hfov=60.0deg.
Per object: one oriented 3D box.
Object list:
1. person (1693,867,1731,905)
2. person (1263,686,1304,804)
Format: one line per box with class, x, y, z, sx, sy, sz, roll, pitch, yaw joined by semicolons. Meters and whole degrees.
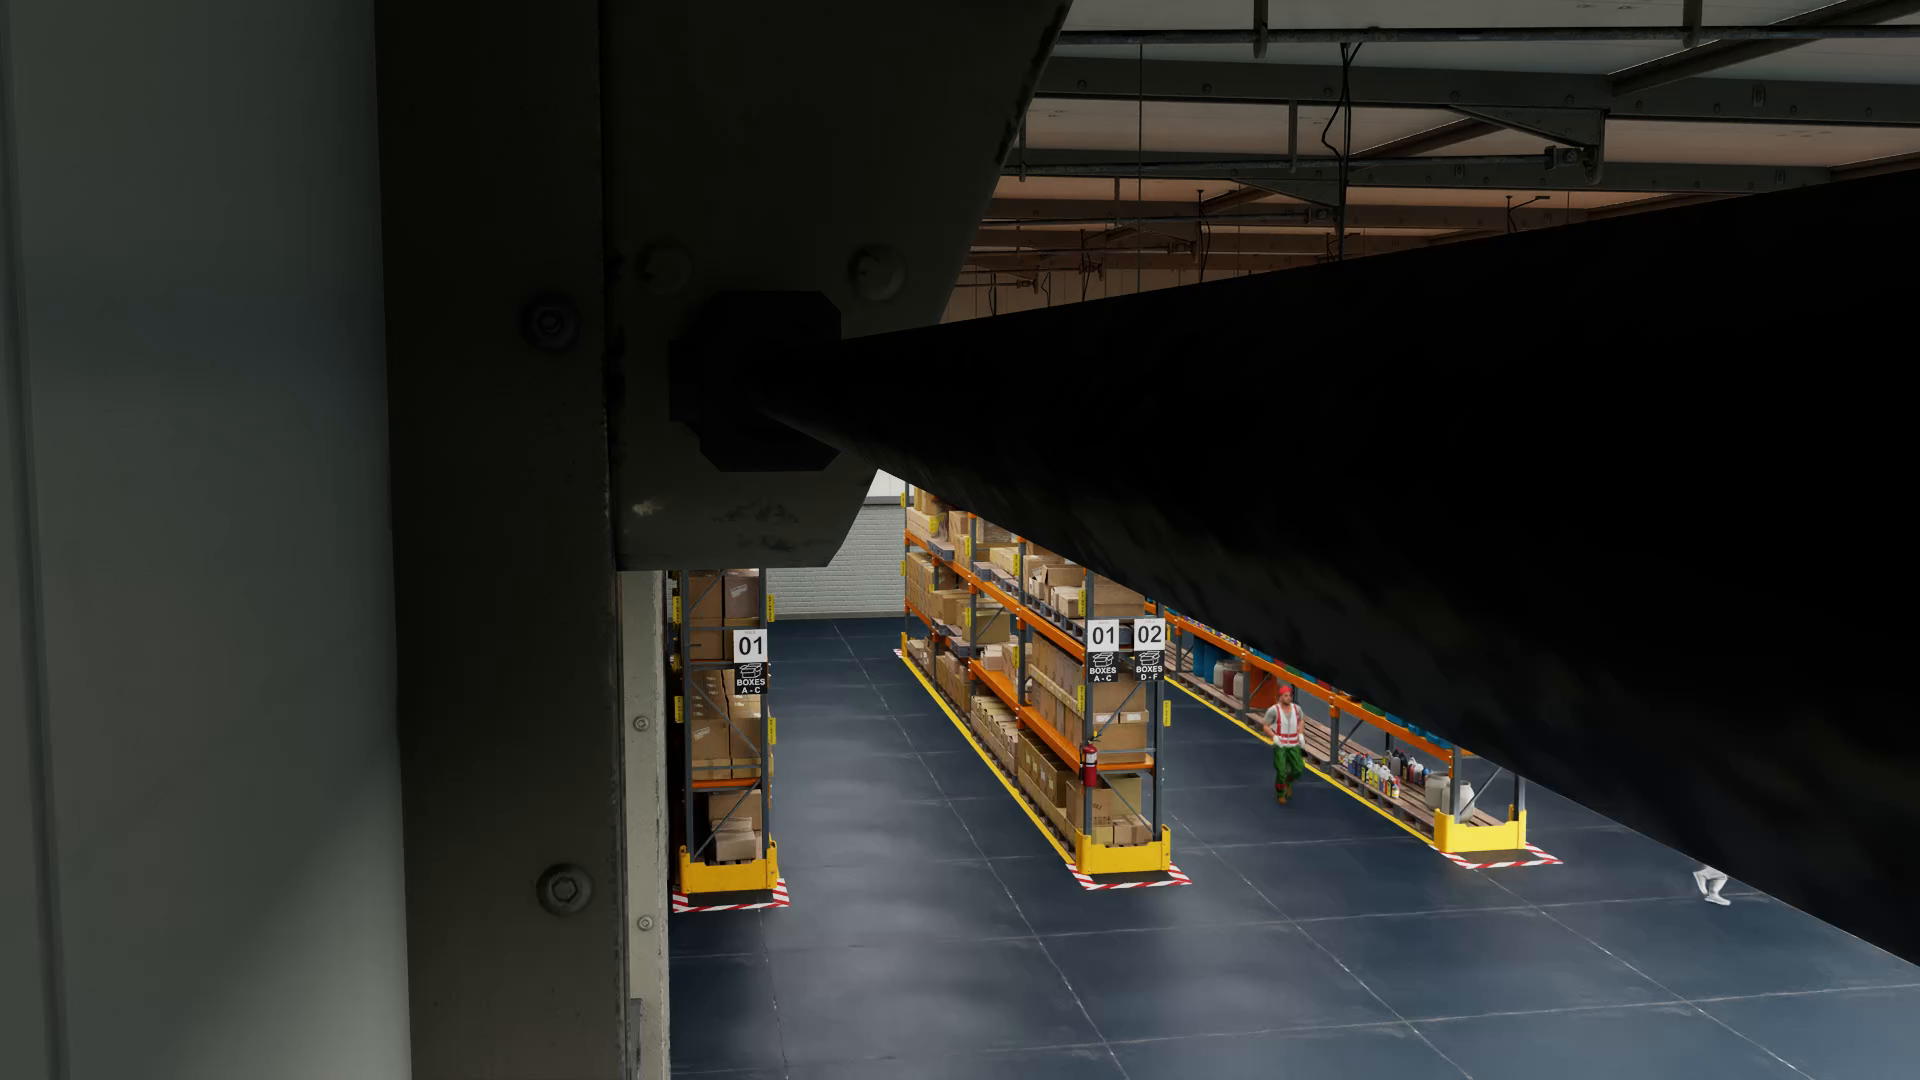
person;8.986;3.491;19.666;0.543;1.654;0.629;2;6;22
person;4.712;2.966;24.029;0.655;1.738;0.581;-1;6;-10
